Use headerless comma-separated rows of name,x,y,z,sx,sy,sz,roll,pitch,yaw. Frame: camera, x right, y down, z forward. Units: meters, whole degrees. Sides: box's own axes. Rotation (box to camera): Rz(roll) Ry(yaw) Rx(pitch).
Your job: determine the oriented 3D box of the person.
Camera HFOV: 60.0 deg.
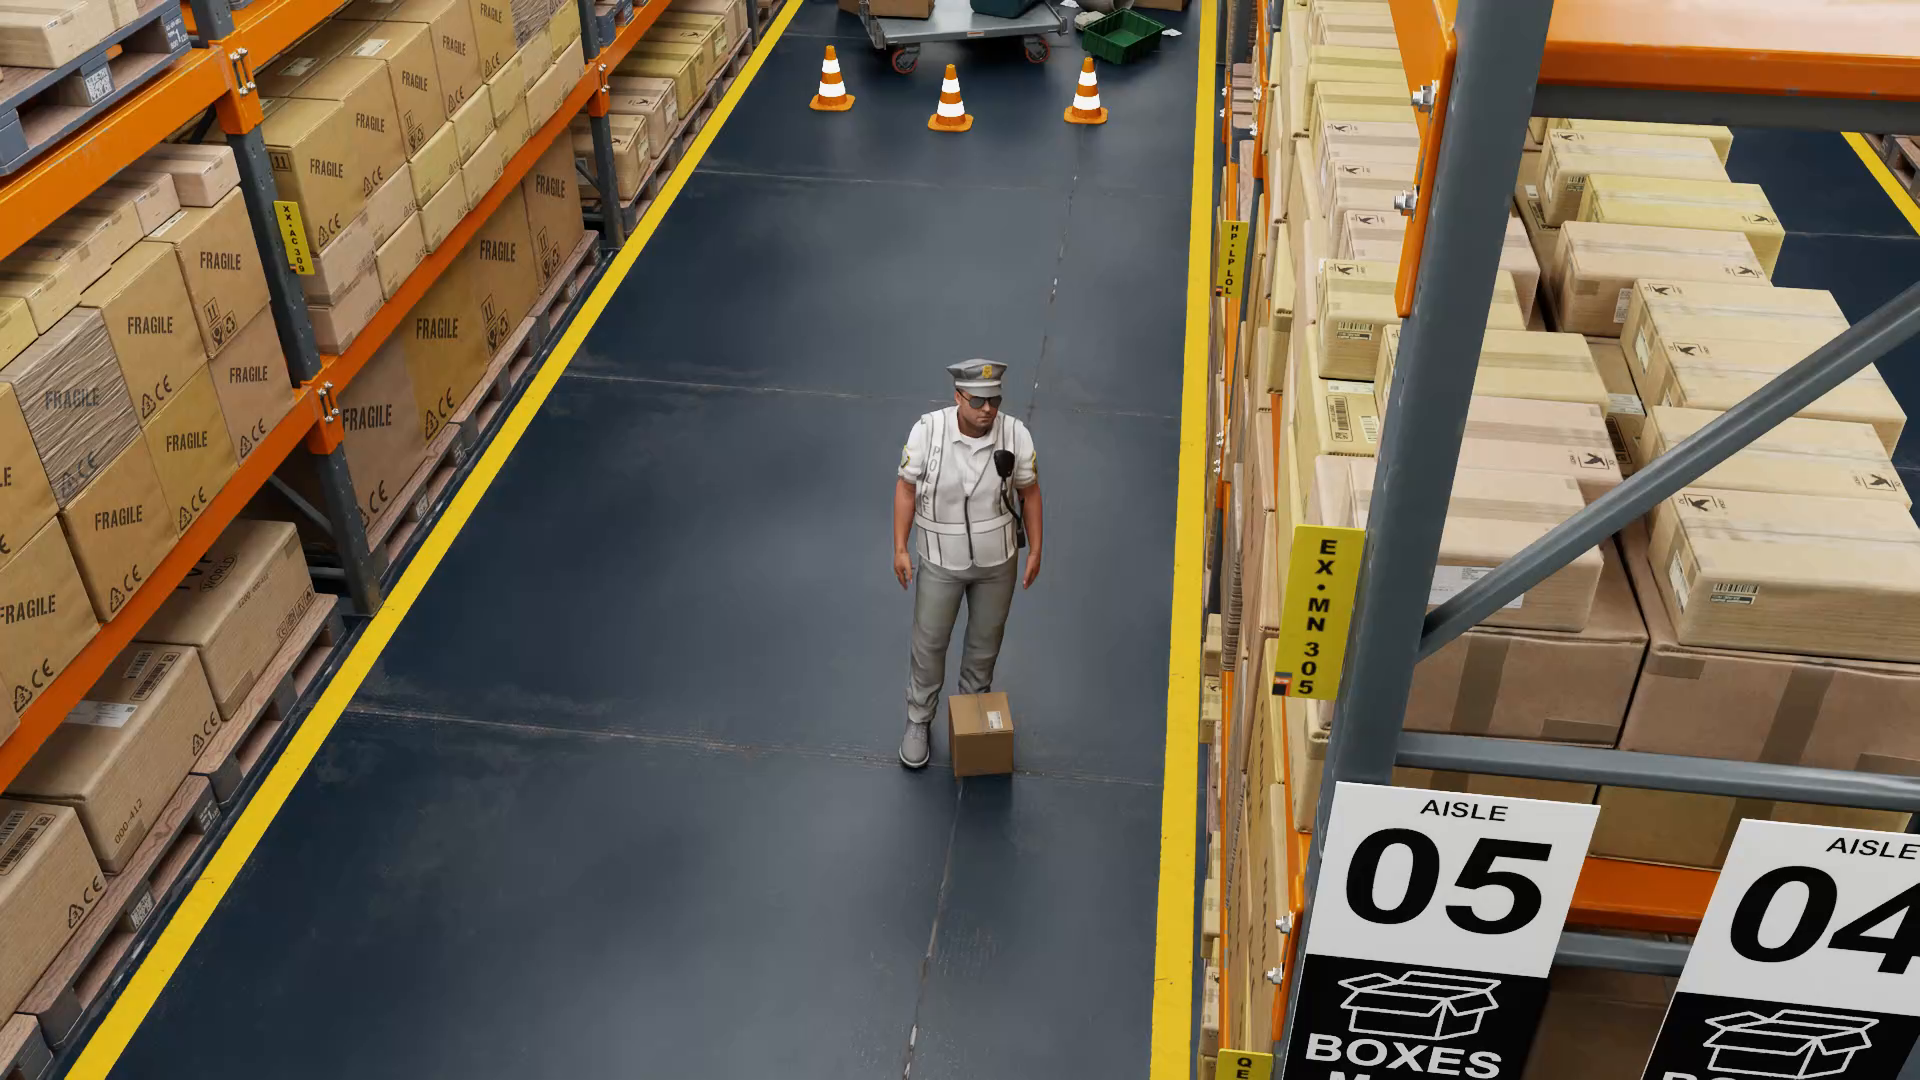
person,0.036,0.087,6.876,0.640,1.779,0.575,-4,36,-5
